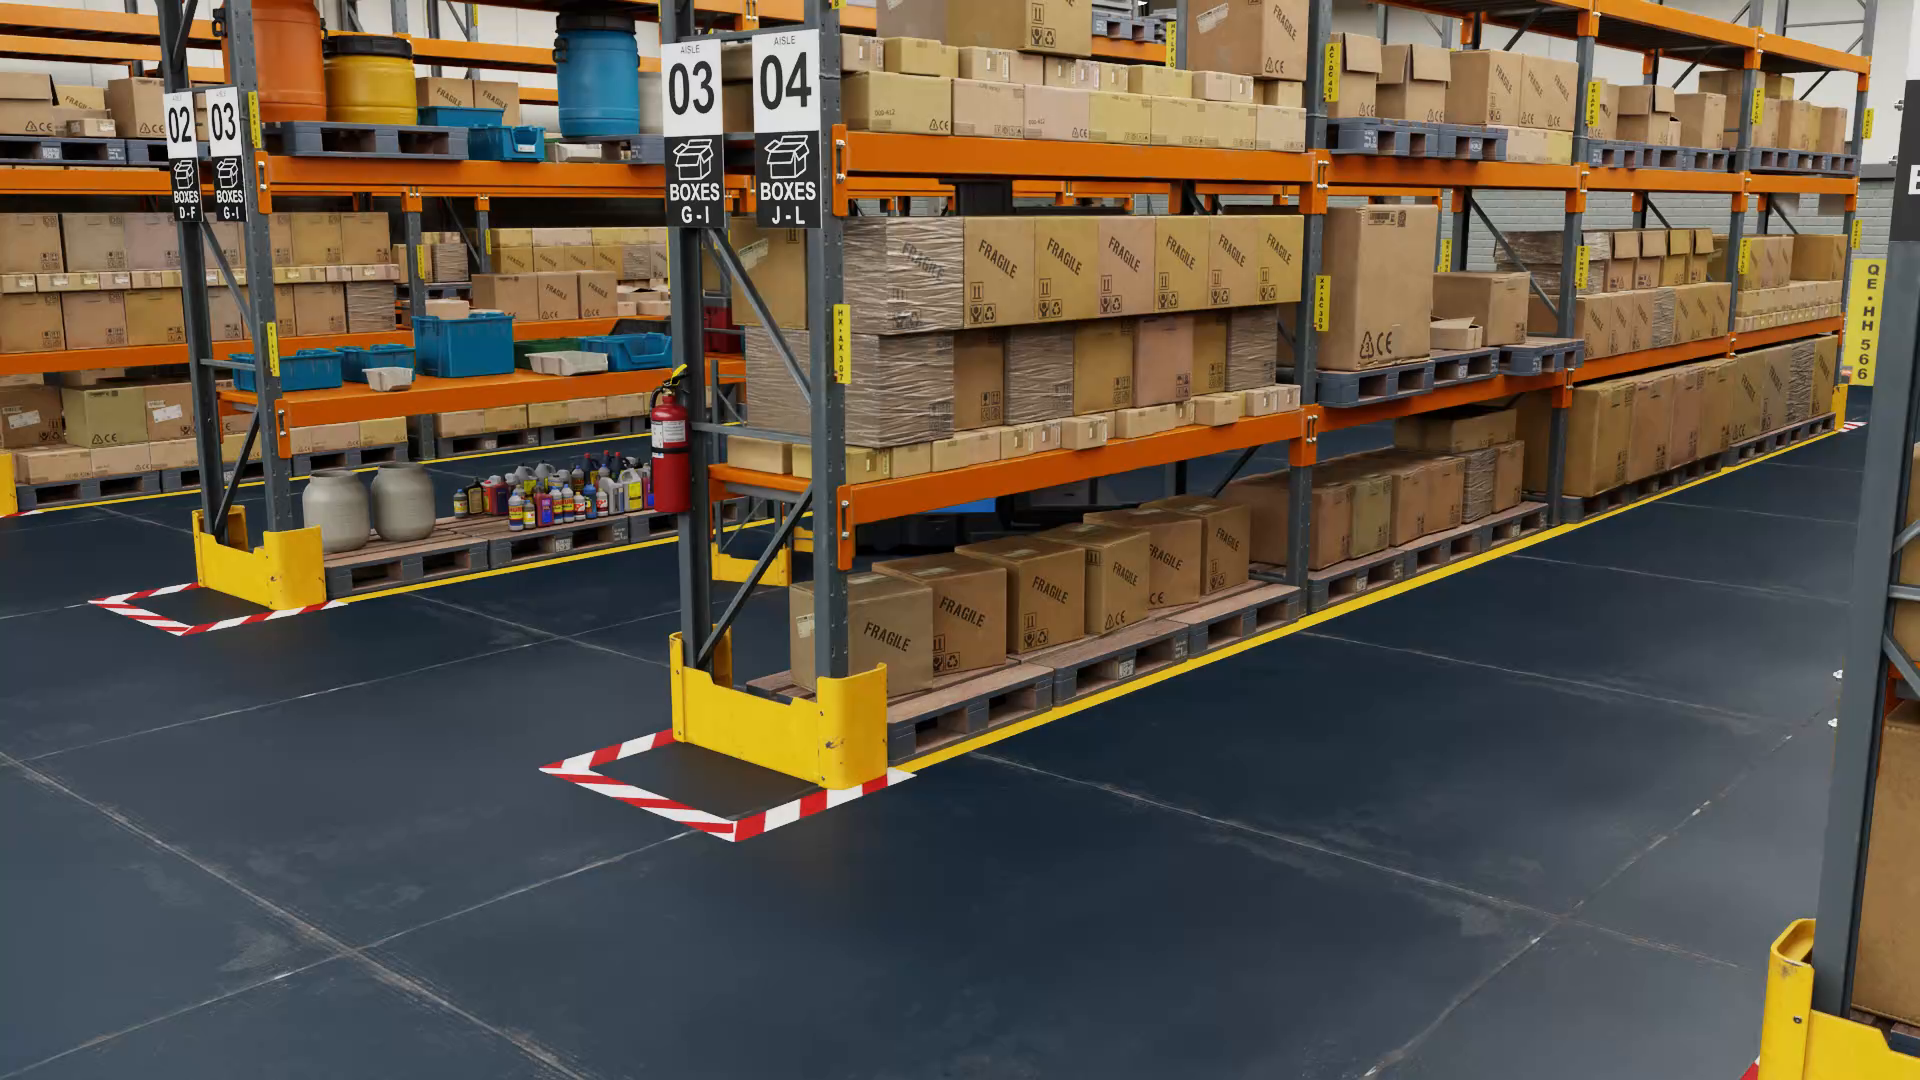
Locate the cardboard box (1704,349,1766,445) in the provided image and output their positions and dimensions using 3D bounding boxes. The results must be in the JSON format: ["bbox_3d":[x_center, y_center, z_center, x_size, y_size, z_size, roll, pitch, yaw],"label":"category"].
[{"bbox_3d":[7.515,-1.481,16.819,0.875,0.875,0.875,10,15,40],"label":"cardboard box"}]

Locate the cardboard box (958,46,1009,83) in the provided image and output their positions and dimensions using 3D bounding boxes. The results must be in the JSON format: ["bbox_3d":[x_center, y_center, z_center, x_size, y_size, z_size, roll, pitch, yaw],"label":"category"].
[{"bbox_3d":[0.005,-2.178,7.662,0.380,0.149,0.250,11,15,43],"label":"cardboard box"}]

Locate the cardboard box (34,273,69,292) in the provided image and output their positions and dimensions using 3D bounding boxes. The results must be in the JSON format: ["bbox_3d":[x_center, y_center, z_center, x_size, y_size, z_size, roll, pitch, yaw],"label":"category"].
[{"bbox_3d":[-7.748,-2.182,14.066,0.380,0.149,0.250,9,15,39],"label":"cardboard box"}]

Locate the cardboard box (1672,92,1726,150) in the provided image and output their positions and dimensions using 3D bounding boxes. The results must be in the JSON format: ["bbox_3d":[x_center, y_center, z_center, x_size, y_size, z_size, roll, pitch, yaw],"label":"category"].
[{"bbox_3d":[6.644,-3.869,15.439,0.700,0.500,0.500,10,15,42],"label":"cardboard box"}]

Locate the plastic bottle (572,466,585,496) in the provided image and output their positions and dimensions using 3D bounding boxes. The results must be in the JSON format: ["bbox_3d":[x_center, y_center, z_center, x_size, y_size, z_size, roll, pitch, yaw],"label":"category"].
[{"bbox_3d":[-3.020,-0.452,13.157,0.097,0.271,0.097,0,11,0],"label":"plastic bottle"}]

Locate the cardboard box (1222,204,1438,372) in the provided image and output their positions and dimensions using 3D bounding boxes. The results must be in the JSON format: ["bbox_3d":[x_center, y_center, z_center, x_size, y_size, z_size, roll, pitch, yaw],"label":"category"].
[{"bbox_3d":[2.368,-1.652,10.719,1.000,1.000,1.000,10,15,41],"label":"cardboard box"}]

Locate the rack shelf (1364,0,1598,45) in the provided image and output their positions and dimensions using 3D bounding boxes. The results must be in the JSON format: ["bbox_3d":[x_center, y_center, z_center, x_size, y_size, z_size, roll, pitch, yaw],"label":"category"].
[{"bbox_3d":[3.059,-3.740,11.320,1.077,0.370,4.000,10,15,40],"label":"rack shelf"}]

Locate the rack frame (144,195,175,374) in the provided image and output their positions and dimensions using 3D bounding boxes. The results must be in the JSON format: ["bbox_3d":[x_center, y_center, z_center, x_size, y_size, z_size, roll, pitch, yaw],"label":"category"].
[{"bbox_3d":[-9.424,-2.974,19.944,1.000,3.000,0.127,10,15,40],"label":"rack frame"}]

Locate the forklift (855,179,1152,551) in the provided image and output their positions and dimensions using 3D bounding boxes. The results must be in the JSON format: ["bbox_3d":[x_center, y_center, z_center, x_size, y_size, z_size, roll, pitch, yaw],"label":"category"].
[{"bbox_3d":[0.688,-1.440,12.438,3.031,2.935,1.130,0,11,-2],"label":"forklift"}]

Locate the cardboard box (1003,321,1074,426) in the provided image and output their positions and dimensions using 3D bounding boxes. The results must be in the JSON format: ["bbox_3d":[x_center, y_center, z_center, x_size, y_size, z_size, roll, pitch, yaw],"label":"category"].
[{"bbox_3d":[0.084,-0.894,8.513,0.875,0.500,0.500,10,15,40],"label":"cardboard box"}]

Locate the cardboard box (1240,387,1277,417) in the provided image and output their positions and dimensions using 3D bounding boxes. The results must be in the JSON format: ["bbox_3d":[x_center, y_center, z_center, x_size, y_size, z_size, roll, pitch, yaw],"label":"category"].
[{"bbox_3d":[1.645,-0.825,9.823,0.380,0.149,0.250,10,15,40],"label":"cardboard box"}]

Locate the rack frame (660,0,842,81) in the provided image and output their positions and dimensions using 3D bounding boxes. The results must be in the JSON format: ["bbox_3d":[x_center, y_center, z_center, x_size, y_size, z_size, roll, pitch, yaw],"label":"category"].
[{"bbox_3d":[-0.902,-3.406,6.791,1.000,3.000,0.127,10,15,40],"label":"rack frame"}]

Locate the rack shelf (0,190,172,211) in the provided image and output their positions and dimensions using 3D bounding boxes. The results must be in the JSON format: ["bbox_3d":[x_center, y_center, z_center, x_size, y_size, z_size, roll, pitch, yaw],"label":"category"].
[{"bbox_3d":[-10.744,-3.798,18.247,1.077,0.370,4.000,10,15,40],"label":"rack shelf"}]

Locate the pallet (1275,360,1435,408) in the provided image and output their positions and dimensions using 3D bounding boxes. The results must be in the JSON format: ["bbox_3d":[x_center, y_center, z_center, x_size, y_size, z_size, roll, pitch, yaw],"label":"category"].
[{"bbox_3d":[2.352,-1.053,10.812,1.003,0.211,1.213,10,15,40],"label":"pallet"}]

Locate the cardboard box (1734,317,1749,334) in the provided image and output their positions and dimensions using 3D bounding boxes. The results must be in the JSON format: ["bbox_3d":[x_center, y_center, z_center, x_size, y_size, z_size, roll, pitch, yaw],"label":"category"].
[{"bbox_3d":[7.465,-2.107,16.245,0.380,0.149,0.250,10,15,40],"label":"cardboard box"}]

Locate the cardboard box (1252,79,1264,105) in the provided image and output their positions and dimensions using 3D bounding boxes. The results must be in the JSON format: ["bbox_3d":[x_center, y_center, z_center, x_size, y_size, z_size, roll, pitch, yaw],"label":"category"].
[{"bbox_3d":[1.496,-2.533,9.442,0.380,0.149,0.250,10,15,41],"label":"cardboard box"}]

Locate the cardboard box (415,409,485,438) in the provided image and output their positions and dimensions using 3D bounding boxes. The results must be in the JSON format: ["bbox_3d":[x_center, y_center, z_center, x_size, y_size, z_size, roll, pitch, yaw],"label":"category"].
[{"bbox_3d":[-5.248,-1.219,17.105,0.500,0.250,0.500,9,15,39],"label":"cardboard box"}]

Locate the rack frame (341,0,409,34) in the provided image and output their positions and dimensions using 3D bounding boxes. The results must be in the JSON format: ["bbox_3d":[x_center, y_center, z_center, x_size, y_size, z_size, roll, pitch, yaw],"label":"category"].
[{"bbox_3d":[-5.700,-5.276,16.152,1.000,3.000,0.127,10,15,40],"label":"rack frame"}]

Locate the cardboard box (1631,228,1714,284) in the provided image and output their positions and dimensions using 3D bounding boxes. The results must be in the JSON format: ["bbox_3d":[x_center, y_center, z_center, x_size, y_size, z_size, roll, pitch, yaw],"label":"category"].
[{"bbox_3d":[6.604,-2.676,15.634,0.797,0.503,0.637,9,15,39],"label":"cardboard box"}]

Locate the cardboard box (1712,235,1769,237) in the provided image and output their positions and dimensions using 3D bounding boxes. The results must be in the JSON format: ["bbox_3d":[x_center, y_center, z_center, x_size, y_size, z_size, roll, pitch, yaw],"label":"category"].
[{"bbox_3d":[8.473,-3.072,18.144,0.500,0.500,0.500,9,15,39],"label":"cardboard box"}]

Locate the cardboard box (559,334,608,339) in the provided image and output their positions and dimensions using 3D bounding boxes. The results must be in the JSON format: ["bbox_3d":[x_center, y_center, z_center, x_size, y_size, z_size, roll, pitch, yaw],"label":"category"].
[{"bbox_3d":[-5.616,-2.934,24.158,0.750,0.750,0.750,10,15,40],"label":"cardboard box"}]

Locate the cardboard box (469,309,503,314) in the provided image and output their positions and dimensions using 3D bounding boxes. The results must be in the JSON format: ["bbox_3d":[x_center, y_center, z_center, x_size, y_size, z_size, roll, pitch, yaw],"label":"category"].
[{"bbox_3d":[-4.962,-2.315,17.285,0.380,0.149,0.250,10,15,40],"label":"cardboard box"}]

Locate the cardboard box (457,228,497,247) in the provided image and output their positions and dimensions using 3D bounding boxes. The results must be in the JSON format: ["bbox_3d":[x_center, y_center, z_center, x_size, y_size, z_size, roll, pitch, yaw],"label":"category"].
[{"bbox_3d":[-6.679,-4.235,23.278,0.500,0.250,0.500,10,15,42],"label":"cardboard box"}]

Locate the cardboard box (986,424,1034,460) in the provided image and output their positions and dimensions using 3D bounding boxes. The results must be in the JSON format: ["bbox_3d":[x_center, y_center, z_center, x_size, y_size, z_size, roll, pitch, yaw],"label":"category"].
[{"bbox_3d":[0.141,-0.497,8.182,0.380,0.149,0.250,10,15,40],"label":"cardboard box"}]

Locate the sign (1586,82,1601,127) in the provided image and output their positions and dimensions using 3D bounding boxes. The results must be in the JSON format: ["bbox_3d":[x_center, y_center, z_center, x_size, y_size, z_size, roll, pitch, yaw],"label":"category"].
[{"bbox_3d":[4.785,-3.295,12.574,0.100,0.325,0.005,10,15,40],"label":"sign"}]

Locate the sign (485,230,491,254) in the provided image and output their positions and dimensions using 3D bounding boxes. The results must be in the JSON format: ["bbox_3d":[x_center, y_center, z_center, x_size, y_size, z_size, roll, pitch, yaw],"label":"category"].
[{"bbox_3d":[-6.369,-4.023,22.440,0.100,0.325,0.005,10,15,40],"label":"sign"}]

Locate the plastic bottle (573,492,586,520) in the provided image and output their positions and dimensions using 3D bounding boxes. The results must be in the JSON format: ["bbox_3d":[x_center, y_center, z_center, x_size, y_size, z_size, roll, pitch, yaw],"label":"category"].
[{"bbox_3d":[-2.834,-0.255,12.348,0.097,0.201,0.097,0,11,0],"label":"plastic bottle"}]

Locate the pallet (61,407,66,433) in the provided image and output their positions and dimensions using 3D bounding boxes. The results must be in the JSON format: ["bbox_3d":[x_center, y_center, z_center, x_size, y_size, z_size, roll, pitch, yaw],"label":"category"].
[{"bbox_3d":[-10.646,-1.323,18.797,1.003,0.211,1.213,10,15,40],"label":"pallet"}]

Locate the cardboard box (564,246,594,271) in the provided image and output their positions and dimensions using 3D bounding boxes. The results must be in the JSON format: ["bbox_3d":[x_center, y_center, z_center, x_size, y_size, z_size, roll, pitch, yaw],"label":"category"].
[{"bbox_3d":[-5.589,-3.955,23.786,0.500,0.500,0.500,10,15,40],"label":"cardboard box"}]

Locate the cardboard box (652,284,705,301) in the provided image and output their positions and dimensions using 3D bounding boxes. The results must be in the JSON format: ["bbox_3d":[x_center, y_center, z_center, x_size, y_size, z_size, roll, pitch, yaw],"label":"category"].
[{"bbox_3d":[-3.333,-2.831,19.456,0.500,0.311,0.500,11,16,44],"label":"cardboard box"}]

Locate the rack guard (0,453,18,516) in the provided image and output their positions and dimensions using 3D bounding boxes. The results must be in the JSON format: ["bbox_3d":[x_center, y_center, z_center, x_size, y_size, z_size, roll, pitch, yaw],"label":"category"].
[{"bbox_3d":[-8.356,-0.516,14.021,1.175,0.500,0.348,10,15,40],"label":"rack guard"}]

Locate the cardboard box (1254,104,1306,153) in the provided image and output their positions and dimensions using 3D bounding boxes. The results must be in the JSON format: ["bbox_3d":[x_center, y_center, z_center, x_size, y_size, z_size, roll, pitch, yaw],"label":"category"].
[{"bbox_3d":[1.634,-2.350,9.541,0.500,0.250,0.500,11,15,42],"label":"cardboard box"}]

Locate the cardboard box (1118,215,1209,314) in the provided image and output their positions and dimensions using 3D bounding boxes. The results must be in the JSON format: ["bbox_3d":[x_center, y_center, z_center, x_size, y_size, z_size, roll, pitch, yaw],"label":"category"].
[{"bbox_3d":[0.988,-1.489,8.941,0.500,0.500,0.500,10,15,40],"label":"cardboard box"}]

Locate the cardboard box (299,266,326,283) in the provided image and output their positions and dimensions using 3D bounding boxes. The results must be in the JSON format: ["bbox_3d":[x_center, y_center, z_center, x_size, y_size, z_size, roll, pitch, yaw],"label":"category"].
[{"bbox_3d":[-6.227,-2.520,15.758,0.380,0.149,0.250,10,15,40],"label":"cardboard box"}]

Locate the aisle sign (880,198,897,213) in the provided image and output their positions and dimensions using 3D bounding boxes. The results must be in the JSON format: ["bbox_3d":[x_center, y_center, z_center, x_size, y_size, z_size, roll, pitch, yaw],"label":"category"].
[{"bbox_3d":[-1.230,-5.986,28.388,0.394,0.787,0.004,10,15,40],"label":"aisle sign"}]

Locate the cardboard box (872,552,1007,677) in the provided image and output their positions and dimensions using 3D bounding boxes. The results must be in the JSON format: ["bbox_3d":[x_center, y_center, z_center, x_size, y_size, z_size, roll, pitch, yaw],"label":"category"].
[{"bbox_3d":[-0.108,0.373,8.494,0.500,0.500,0.500,-7,13,-33],"label":"cardboard box"}]

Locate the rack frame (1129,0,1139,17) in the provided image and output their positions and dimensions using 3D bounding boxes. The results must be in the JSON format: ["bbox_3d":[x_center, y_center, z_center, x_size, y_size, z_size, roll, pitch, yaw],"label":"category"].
[{"bbox_3d":[2.221,-7.042,24.992,1.000,3.000,0.127,10,15,40],"label":"rack frame"}]

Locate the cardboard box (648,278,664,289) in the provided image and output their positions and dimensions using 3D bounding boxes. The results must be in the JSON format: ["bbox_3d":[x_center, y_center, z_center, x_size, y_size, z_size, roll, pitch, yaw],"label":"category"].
[{"bbox_3d":[-4.637,-3.833,24.832,0.380,0.149,0.250,10,15,40],"label":"cardboard box"}]

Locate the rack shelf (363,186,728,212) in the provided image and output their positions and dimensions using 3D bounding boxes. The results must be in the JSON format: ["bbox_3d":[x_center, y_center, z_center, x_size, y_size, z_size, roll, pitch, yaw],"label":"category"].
[{"bbox_3d":[-4.380,-3.747,17.990,1.077,0.370,4.000,10,15,40],"label":"rack shelf"}]

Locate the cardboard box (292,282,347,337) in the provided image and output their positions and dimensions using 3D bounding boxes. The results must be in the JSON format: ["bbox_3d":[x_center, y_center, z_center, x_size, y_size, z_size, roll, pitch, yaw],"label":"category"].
[{"bbox_3d":[-6.332,-2.239,16.007,0.700,0.500,0.500,10,15,40],"label":"cardboard box"}]

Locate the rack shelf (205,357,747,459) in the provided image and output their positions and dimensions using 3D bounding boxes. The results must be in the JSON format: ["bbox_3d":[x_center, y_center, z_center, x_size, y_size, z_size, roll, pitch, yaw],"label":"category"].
[{"bbox_3d":[-3.302,-1.046,12.128,1.077,0.370,4.000,10,15,40],"label":"rack shelf"}]

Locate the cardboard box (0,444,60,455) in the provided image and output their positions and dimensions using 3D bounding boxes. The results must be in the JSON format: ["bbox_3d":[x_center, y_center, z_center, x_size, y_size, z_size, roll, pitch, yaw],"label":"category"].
[{"bbox_3d":[-8.209,-0.720,14.608,0.500,0.250,0.500,10,15,40],"label":"cardboard box"}]

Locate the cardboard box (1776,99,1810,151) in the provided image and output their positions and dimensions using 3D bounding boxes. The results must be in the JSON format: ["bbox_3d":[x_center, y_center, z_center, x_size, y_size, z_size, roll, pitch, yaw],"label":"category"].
[{"bbox_3d":[8.301,-4.265,17.165,0.700,0.500,0.500,11,15,43],"label":"cardboard box"}]

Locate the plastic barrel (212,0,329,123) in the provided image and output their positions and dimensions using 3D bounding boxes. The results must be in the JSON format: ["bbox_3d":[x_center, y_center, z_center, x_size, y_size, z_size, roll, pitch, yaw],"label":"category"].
[{"bbox_3d":[-4.397,-3.080,10.648,0.600,0.830,0.708,10,15,40],"label":"plastic barrel"}]

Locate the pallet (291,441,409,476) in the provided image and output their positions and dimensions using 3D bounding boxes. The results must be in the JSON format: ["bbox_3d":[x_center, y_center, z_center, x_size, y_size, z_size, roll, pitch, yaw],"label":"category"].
[{"bbox_3d":[-6.257,-0.855,16.455,1.003,0.211,1.213,10,15,40],"label":"pallet"}]

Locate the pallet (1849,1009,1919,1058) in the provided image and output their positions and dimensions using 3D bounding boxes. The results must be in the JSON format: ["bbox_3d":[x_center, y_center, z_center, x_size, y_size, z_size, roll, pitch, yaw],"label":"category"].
[{"bbox_3d":[3.226,1.431,5.006,1.003,0.211,1.213,10,15,40],"label":"pallet"}]

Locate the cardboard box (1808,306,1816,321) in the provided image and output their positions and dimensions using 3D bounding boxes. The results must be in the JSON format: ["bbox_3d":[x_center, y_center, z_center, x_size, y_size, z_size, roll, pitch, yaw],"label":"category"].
[{"bbox_3d":[8.999,-2.450,17.960,0.380,0.149,0.250,9,15,39],"label":"cardboard box"}]

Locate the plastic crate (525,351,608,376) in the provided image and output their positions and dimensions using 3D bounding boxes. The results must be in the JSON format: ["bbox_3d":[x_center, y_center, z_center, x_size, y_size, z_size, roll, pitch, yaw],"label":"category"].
[{"bbox_3d":[-2.863,-1.292,12.197,0.530,0.136,0.437,10,15,40],"label":"plastic crate"}]

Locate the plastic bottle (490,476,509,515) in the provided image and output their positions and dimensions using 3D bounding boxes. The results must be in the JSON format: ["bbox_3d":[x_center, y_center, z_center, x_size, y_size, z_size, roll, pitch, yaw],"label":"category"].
[{"bbox_3d":[-3.472,-0.335,12.543,0.061,0.283,0.133,10,15,40],"label":"plastic bottle"}]

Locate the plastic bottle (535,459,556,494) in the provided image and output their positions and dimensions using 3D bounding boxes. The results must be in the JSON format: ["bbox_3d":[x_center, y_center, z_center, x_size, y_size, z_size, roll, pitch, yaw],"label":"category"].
[{"bbox_3d":[-3.232,-0.455,12.969,0.144,0.351,0.185,10,15,40],"label":"plastic bottle"}]

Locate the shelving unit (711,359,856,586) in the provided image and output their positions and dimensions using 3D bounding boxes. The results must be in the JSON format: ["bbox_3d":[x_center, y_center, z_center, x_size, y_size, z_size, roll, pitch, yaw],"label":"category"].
[{"bbox_3d":[-1.229,-0.543,11.600,0.587,1.500,1.083,5,12,22],"label":"shelving unit"}]

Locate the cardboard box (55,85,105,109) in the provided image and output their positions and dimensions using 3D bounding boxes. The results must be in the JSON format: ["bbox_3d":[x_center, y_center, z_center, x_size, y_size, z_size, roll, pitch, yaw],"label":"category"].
[{"bbox_3d":[-9.907,-4.803,18.583,0.500,0.500,0.500,11,16,43],"label":"cardboard box"}]

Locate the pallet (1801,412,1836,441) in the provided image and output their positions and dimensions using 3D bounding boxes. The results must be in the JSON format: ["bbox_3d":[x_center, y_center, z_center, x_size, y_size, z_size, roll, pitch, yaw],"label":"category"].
[{"bbox_3d":[9.191,-1.323,18.798,1.003,0.211,1.213,10,15,40],"label":"pallet"}]

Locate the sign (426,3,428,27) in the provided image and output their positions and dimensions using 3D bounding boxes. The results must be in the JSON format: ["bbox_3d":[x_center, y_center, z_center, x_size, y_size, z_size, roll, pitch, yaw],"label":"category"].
[{"bbox_3d":[-7.203,-7.112,22.552,0.100,0.325,0.005,10,15,40],"label":"sign"}]

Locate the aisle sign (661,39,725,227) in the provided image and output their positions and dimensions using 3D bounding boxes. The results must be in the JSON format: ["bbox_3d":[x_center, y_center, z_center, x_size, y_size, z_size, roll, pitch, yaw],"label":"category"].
[{"bbox_3d":[-1.168,-1.769,7.272,0.394,0.787,0.004,10,15,40],"label":"aisle sign"}]

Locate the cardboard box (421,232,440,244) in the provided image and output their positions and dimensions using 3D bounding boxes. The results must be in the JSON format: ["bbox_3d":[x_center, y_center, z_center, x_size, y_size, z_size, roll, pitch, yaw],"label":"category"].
[{"bbox_3d":[-7.190,-4.042,22.254,0.380,0.149,0.250,7,13,31],"label":"cardboard box"}]

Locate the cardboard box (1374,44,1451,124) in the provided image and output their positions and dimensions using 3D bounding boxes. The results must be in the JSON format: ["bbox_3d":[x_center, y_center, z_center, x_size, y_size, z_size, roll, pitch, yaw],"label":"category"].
[{"bbox_3d":[2.745,-2.976,10.956,0.797,0.503,0.637,11,15,43],"label":"cardboard box"}]

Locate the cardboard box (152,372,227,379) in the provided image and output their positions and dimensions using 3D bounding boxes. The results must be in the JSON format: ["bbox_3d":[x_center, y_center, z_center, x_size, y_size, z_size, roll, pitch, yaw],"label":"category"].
[{"bbox_3d":[-7.230,-1.311,15.650,0.500,0.500,0.500,10,15,40],"label":"cardboard box"}]

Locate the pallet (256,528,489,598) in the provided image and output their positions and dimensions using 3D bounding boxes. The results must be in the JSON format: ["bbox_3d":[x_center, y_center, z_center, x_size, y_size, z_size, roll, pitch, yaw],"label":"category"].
[{"bbox_3d":[-4.067,0.126,11.539,1.003,0.211,1.213,10,15,40],"label":"pallet"}]
